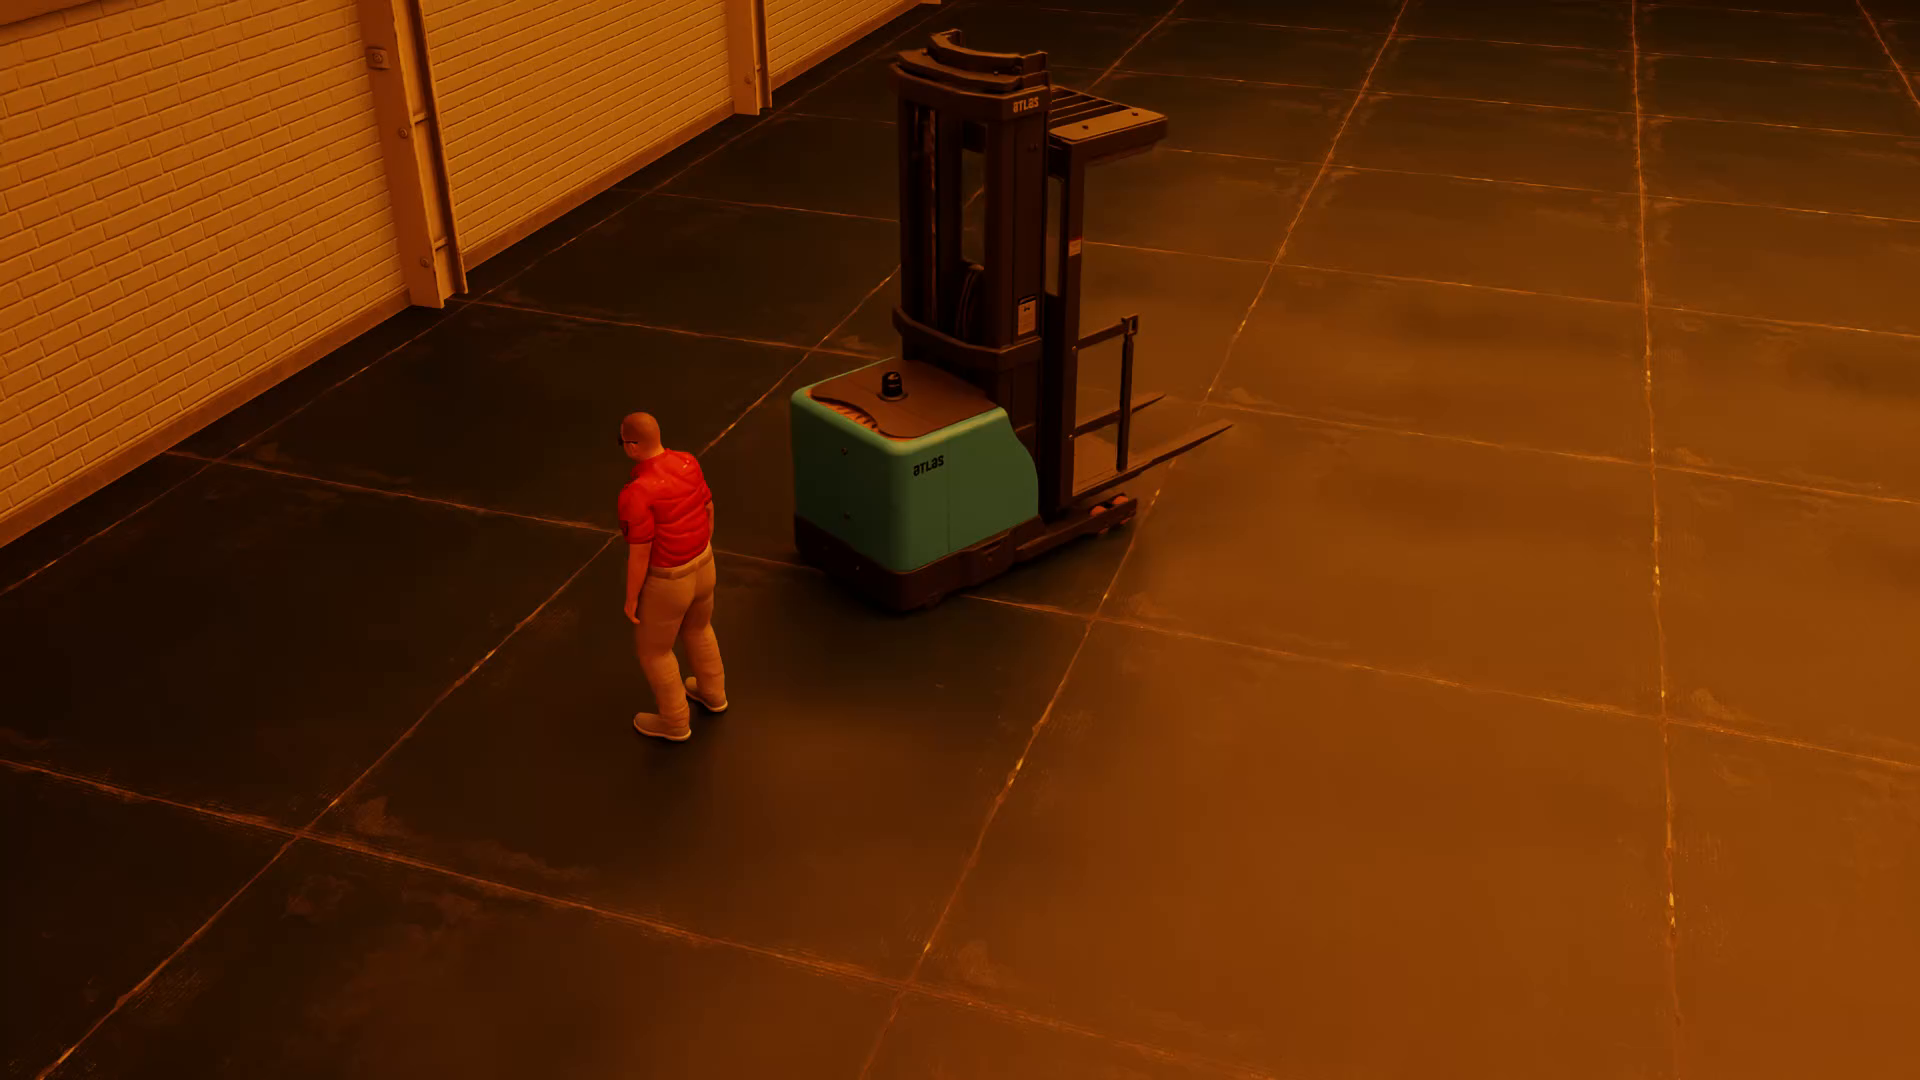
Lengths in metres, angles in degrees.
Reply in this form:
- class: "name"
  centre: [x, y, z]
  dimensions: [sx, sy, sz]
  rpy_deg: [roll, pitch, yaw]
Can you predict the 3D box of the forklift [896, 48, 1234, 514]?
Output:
- class: "forklift"
  centre: [0.510, -1.485, 9.805]
  dimensions: [2.884, 2.867, 1.101]
  rpy_deg: [-24, 37, -35]
